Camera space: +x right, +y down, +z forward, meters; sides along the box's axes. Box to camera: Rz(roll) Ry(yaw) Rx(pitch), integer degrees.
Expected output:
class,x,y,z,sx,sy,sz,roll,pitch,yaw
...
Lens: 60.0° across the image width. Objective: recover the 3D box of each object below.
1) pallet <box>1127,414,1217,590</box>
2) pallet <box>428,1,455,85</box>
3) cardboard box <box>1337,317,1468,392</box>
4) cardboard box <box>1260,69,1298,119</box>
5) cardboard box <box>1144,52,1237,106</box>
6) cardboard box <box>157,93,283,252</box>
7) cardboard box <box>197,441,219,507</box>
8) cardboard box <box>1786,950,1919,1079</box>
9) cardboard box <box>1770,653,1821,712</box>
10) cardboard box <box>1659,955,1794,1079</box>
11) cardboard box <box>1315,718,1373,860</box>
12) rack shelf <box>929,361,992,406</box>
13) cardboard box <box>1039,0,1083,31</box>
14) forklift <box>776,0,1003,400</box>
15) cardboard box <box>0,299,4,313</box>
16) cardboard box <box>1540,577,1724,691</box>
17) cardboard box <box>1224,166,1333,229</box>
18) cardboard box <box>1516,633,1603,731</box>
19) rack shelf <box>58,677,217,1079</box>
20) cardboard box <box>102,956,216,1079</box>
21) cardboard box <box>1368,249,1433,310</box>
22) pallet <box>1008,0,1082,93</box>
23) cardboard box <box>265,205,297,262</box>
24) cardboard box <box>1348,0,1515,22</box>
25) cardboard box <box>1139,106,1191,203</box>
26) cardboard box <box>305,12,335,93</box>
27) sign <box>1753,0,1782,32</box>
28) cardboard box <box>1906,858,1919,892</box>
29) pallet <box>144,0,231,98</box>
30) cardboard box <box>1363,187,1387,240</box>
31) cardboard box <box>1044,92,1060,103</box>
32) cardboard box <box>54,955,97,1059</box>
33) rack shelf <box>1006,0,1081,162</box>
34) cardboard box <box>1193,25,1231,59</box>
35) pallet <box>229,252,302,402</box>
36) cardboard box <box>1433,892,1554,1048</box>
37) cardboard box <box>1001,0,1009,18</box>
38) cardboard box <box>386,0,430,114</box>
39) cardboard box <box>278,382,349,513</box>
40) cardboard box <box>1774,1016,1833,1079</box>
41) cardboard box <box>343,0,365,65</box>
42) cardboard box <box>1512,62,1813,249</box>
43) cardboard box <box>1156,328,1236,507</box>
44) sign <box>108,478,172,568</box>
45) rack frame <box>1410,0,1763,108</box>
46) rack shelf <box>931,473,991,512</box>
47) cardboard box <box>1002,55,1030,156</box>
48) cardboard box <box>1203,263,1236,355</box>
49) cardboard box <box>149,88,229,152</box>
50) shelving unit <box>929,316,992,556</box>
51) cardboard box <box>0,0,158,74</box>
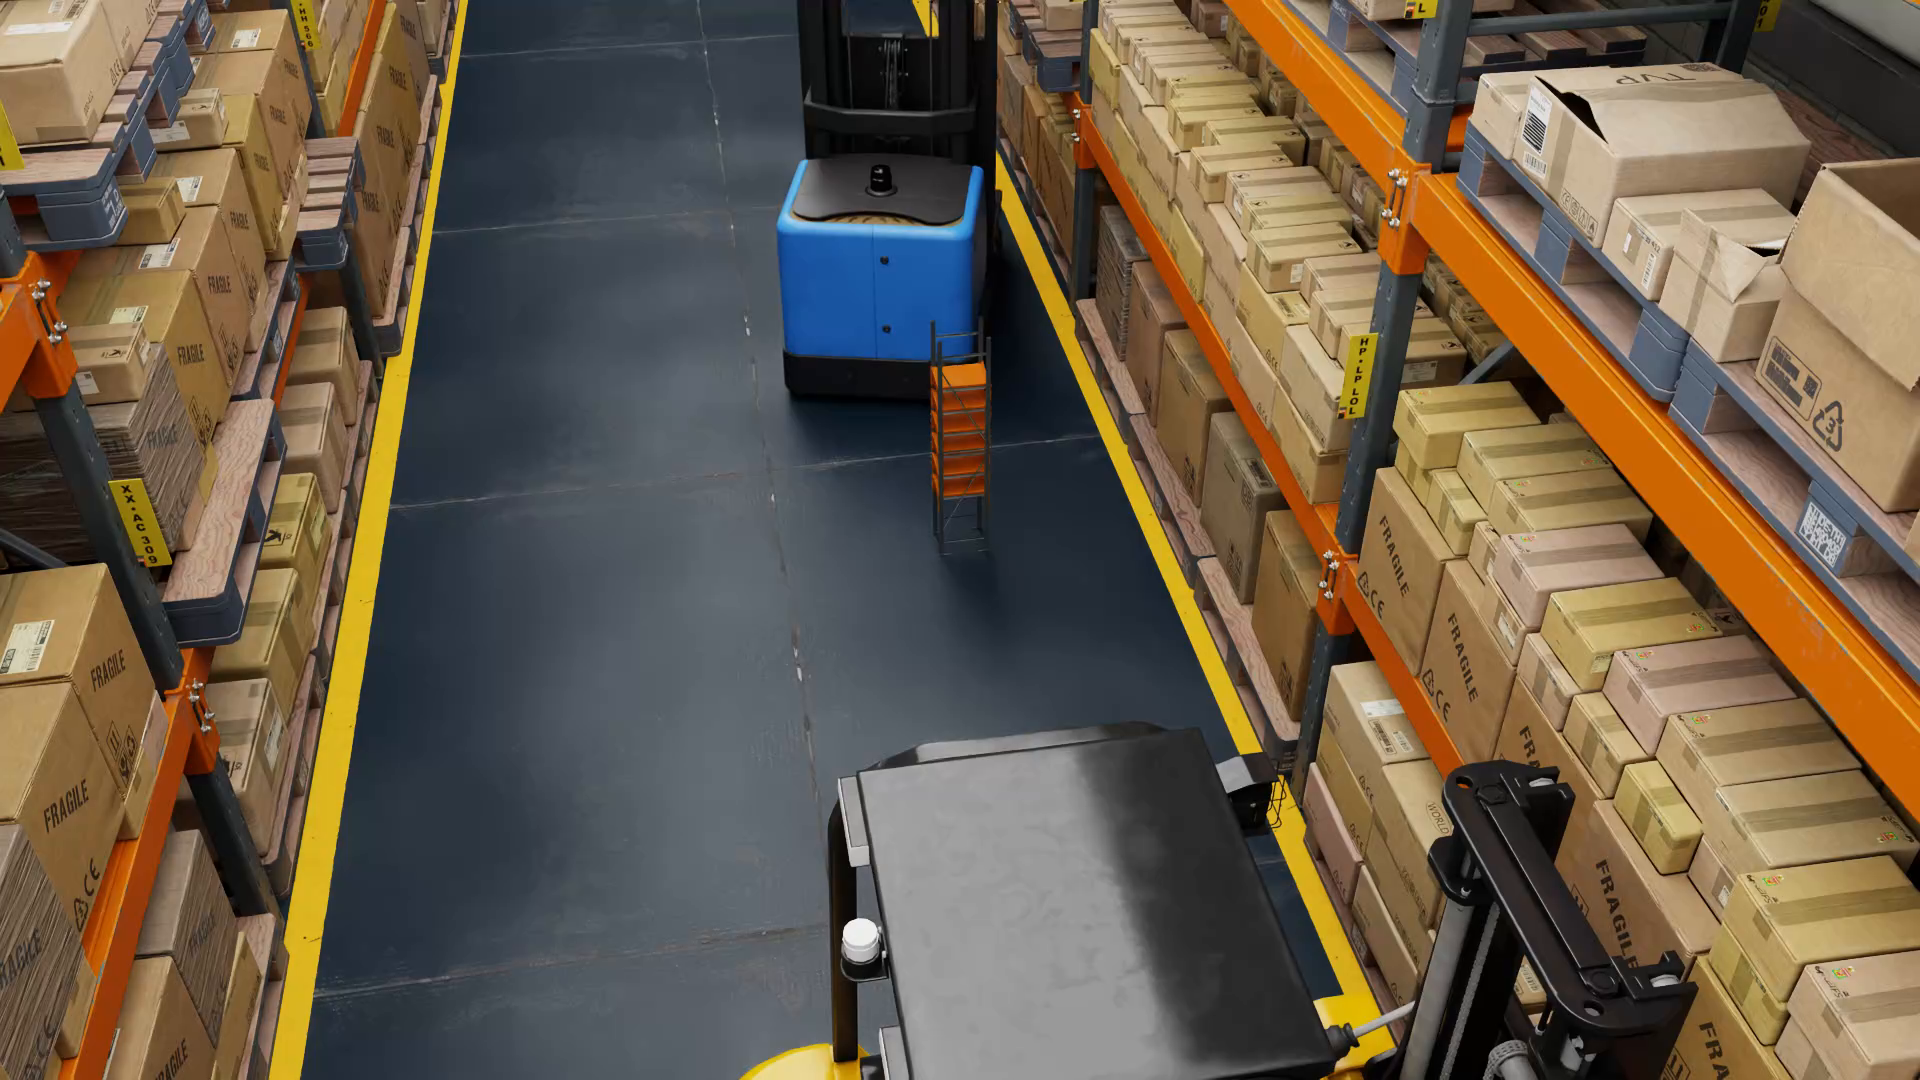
class,x,y,z,sx,sy,sz,roll,pitch,yaw
pallet,1.471,-0.258,8.310,1.003,0.211,1.213,-6,38,-8
pallet,-4.489,-3.843,12.924,1.003,0.211,1.213,-6,38,-8
cardboard box,1.578,-0.658,5.942,0.380,0.149,0.250,-5,38,-6
cardboard box,1.633,-2.101,7.800,0.380,0.149,0.250,-6,38,-8
cardboard box,1.097,-2.198,7.924,0.380,0.149,0.250,-6,38,-7
cardboard box,-3.187,-1.523,6.998,0.500,0.500,0.500,-9,39,-11
cardboard box,-2.851,-0.230,5.864,0.380,0.149,0.250,-5,38,-7
cardboard box,2.015,1.024,3.534,0.380,0.149,0.250,-5,38,-7
cardboard box,2.402,0.344,4.410,0.380,0.149,0.250,-7,38,-8
cardboard box,2.041,1.303,3.946,0.500,0.500,0.500,-7,38,-9
cardboard box,1.637,0.868,6.080,0.500,0.250,0.500,-6,38,-8
rack shelf,0.003,-0.714,7.577,0.258,0.103,0.180,-6,38,-8
cardboard box,0.662,-3.018,9.453,0.380,0.149,0.250,-6,38,-7
forklift,-0.317,-2.801,9.366,1.130,2.935,3.031,3,38,4
cardboard box,-2.674,-0.572,4.201,0.380,0.149,0.250,-6,38,-8
cardboard box,1.824,0.253,4.527,0.380,0.149,0.250,-7,38,-9
cardboard box,1.325,-1.427,6.932,0.380,0.149,0.250,-6,38,-8
cardboard box,1.788,0.371,4.617,0.380,0.149,0.250,-7,38,-8
rack shelf,-2.679,1.848,3.913,1.077,0.370,4.000,-6,38,-8
cardboard box,-2.571,1.615,4.914,0.500,0.500,0.500,-6,38,-7
cardboard box,1.941,-0.957,6.652,0.500,0.250,0.500,-7,38,-8
pallet,0.967,-2.922,9.623,1.213,0.211,1.003,-6,38,-8
cardboard box,-3.137,-1.335,7.286,0.380,0.149,0.250,-6,38,-7
cardboard box,1.489,-1.946,5.414,0.500,0.311,0.500,-7,38,-9
cardboard box,1.153,-1.820,7.762,0.500,0.250,0.500,-7,38,-9
cardboard box,-3.577,-2.531,8.678,0.500,0.250,0.500,-6,38,-8
sign,2.402,-1.661,4.912,0.100,0.325,0.005,-6,38,-8
cardboard box,2.507,0.779,4.092,0.380,0.149,0.250,-6,38,-8
pallet,-3.218,-1.765,5.685,1.213,0.211,1.003,-6,38,-8
cardboard box,1.884,-1.335,6.813,0.380,0.149,0.250,-6,38,-8
cardboard box,0.736,-2.792,10.465,0.380,0.149,0.250,-5,38,-7
cardboard box,-2.492,1.230,4.327,0.380,0.149,0.250,-7,38,-9
rack shelf,0.804,-3.520,10.823,1.077,0.370,4.000,-6,38,-8
cardboard box,1.507,-2.493,8.629,0.500,0.250,0.500,-5,38,-7
pallet,-3.344,-0.793,6.882,1.003,0.211,1.213,-6,38,-8
cardboard box,1.810,1.280,5.141,0.500,0.250,0.500,-5,38,-6
cardboard box,0.497,-3.725,11.666,0.380,0.149,0.250,-7,38,-9
cardboard box,-4.245,-3.437,11.519,0.875,0.875,0.875,-5,38,-7
cardboard box,-3.505,-0.401,8.021,0.950,0.372,0.625,-7,38,-9
cardboard box,2.036,1.139,3.628,0.380,0.149,0.250,-7,38,-9
cardboard box,-3.763,-2.949,9.624,0.500,0.250,0.500,-5,38,-6
cardboard box,1.762,-1.006,4.204,0.500,0.311,0.500,-5,38,-7
cardboard box,1.491,-0.646,8.129,0.875,0.625,0.625,-8,39,-10
sign,-2.497,-0.049,5.062,0.100,0.325,0.005,-6,38,-8
rack frame,1.856,-2.549,4.097,1.000,3.000,0.127,-6,38,-8
rack shelf,0.003,-0.240,7.945,0.258,0.103,0.180,-6,38,-8
cardboard box,0.588,-2.938,11.182,0.500,0.500,0.500,-8,38,-10
cardboard box,1.360,-1.004,7.119,0.500,0.250,0.500,-6,38,-8
cardboard box,-3.167,-1.681,6.674,0.380,0.149,0.250,-8,39,-10
shelving unit,0.003,-0.465,7.771,0.258,1.200,0.189,-6,38,-8
cardboard box,-2.828,-1.638,5.148,0.500,0.250,0.500,-7,38,-9
